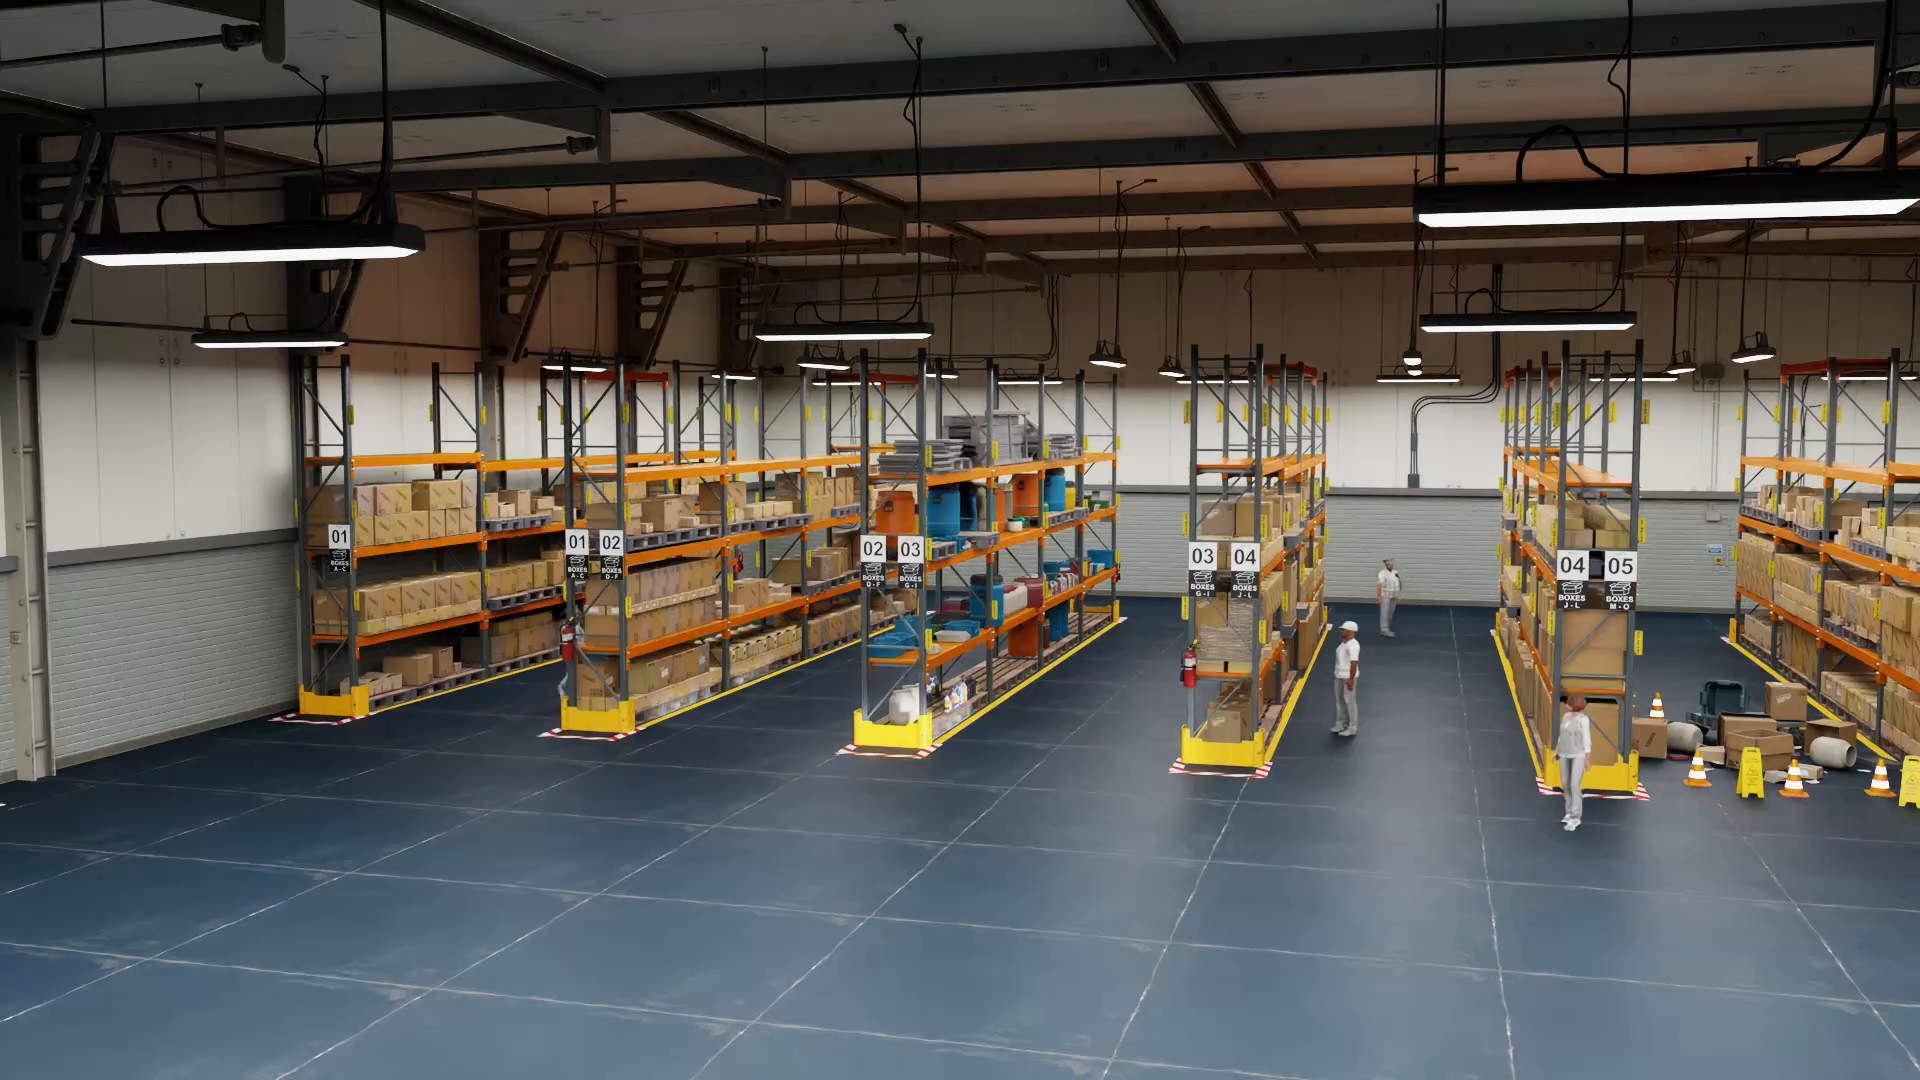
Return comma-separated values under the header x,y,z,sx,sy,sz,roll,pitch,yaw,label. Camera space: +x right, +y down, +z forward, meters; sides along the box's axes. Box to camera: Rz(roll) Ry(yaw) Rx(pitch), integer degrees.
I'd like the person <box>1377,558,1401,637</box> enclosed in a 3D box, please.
x,y,z,sx,sy,sz,roll,pitch,yaw,label
9.789,1.298,37.824,0.571,1.774,0.559,-2,5,-25,person

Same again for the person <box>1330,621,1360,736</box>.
x,y,z,sx,sy,sz,roll,pitch,yaw,label
6.056,2.153,26.096,0.423,1.769,0.628,-2,5,-20,person

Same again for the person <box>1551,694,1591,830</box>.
x,y,z,sx,sy,sz,roll,pitch,yaw,label
7.443,2.694,20.362,0.551,1.613,0.492,-3,5,-34,person

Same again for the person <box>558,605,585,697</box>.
x,y,z,sx,sy,sz,roll,pitch,yaw,label
-6.771,1.966,29.094,0.518,1.687,0.447,-4,6,-41,person
